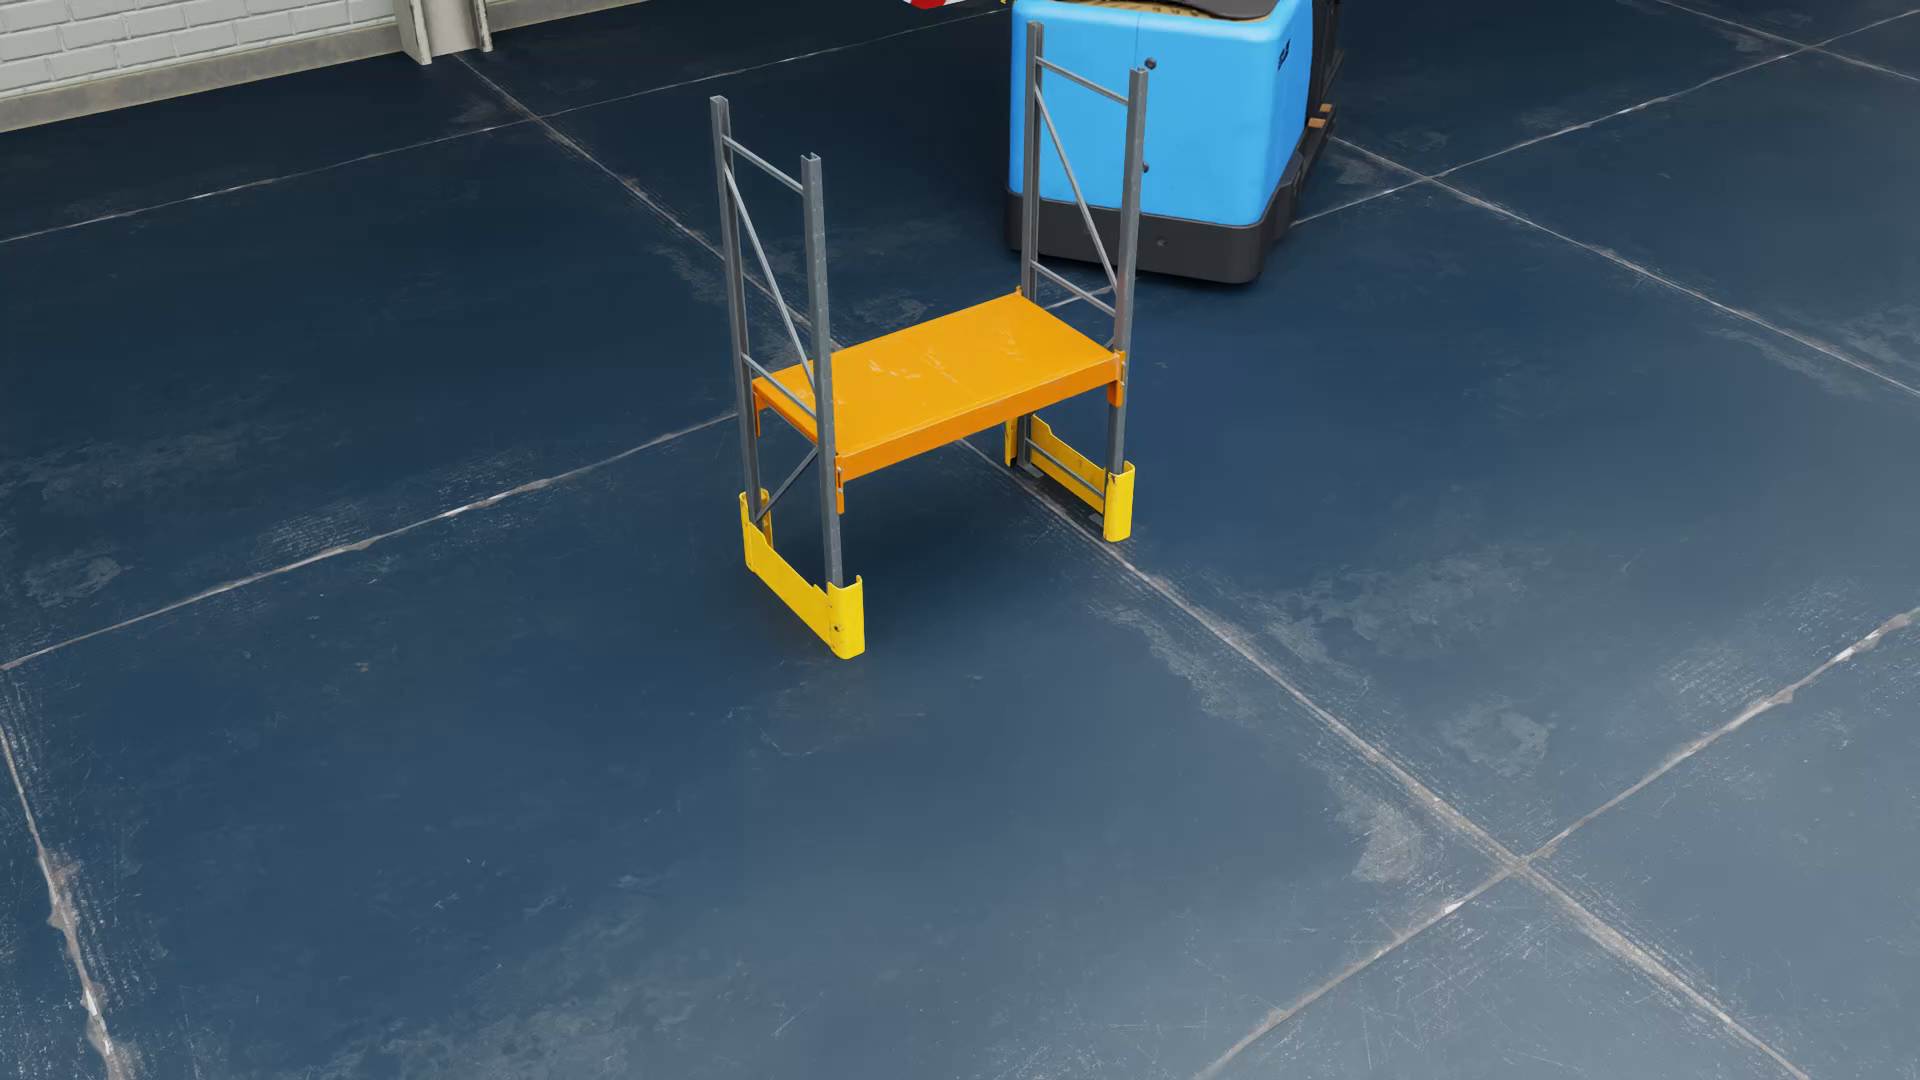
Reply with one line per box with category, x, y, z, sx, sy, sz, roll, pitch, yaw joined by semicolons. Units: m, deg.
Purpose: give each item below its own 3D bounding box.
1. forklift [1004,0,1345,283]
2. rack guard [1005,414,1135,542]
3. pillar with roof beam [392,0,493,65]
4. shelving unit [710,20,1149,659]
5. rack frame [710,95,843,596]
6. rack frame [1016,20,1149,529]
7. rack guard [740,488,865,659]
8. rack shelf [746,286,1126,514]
forklift;1.152;-3.056;6.989;1.130;2.935;3.031;12;37;16
rack guard;0.345;-0.243;5.374;0.087;0.250;0.587;-22;41;-28
pillar with roof beam;-0.264;-4.225;3.417;0.400;9.000;9.100;-22;41;-28
shelving unit;-0.062;-0.583;4.776;1.083;1.500;0.587;-22;41;-28
rack frame;-0.485;-0.409;4.534;0.032;1.500;0.500;-22;41;-28
rack frame;0.346;-0.751;5.010;0.032;1.500;0.500;-22;41;-28
rack guard;-0.469;0.092;4.908;0.087;0.250;0.587;-22;41;-28
rack shelf;-0.070;-0.434;4.877;1.000;0.185;0.538;-22;41;-28
